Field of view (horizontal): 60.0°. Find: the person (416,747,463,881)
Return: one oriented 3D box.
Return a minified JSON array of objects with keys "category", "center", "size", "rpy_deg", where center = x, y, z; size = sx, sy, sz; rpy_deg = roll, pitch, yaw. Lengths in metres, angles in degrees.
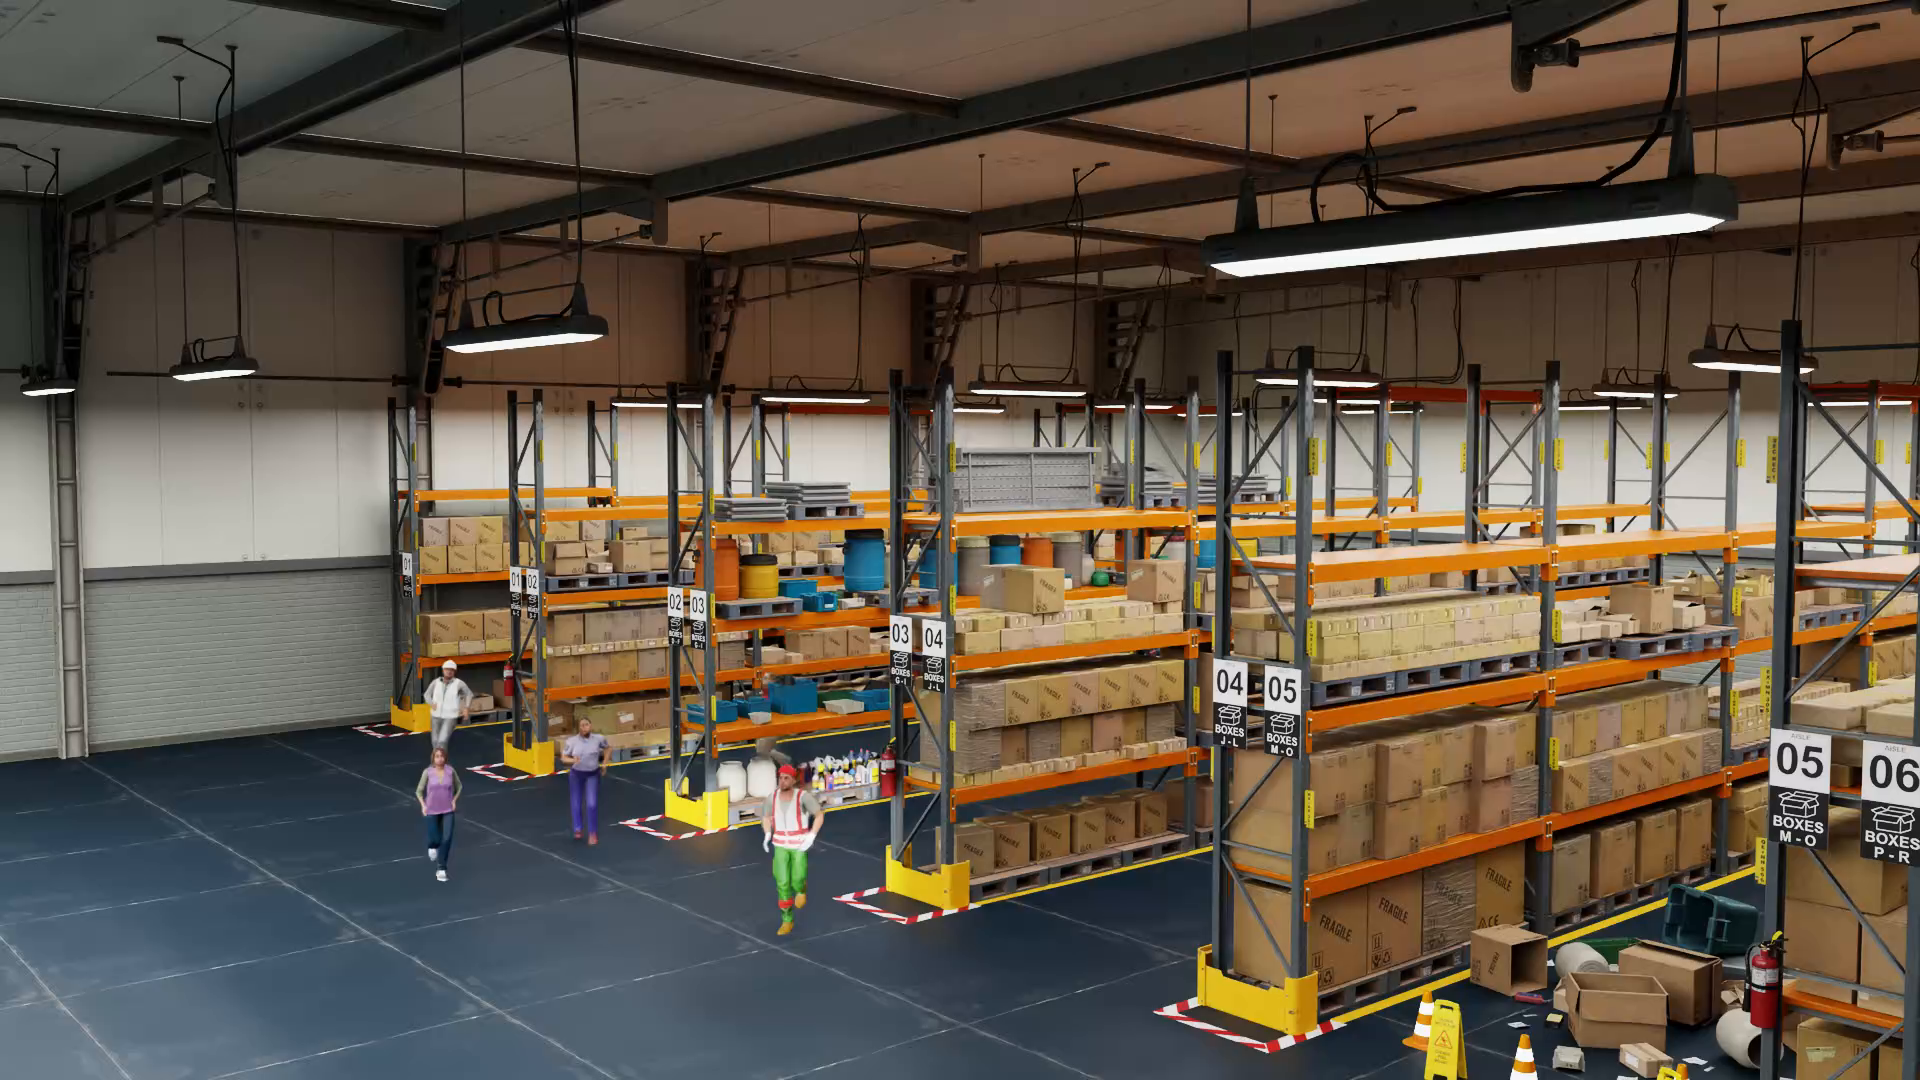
[{"category":"person","center":[-6.197,3.237,19.814],"size":[0.537,1.561,0.590],"rpy_deg":[-1,4,-24]}]

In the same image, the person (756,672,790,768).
[{"category":"person","center":[-2.860,2.852,25.310],"size":[0.564,1.697,0.661],"rpy_deg":[-3,4,-37]}]

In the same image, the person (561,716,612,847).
[{"category":"person","center":[-4.814,3.105,21.416],"size":[0.614,1.678,0.717],"rpy_deg":[0,3,-7]}]

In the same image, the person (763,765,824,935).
[{"category":"person","center":[-1.777,3.257,17.749],"size":[0.671,1.773,0.697],"rpy_deg":[1,3,11]}]

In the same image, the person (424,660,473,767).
[{"category":"person","center":[-8.005,2.770,25.930],"size":[0.713,1.792,0.800],"rpy_deg":[0,3,0]}]
